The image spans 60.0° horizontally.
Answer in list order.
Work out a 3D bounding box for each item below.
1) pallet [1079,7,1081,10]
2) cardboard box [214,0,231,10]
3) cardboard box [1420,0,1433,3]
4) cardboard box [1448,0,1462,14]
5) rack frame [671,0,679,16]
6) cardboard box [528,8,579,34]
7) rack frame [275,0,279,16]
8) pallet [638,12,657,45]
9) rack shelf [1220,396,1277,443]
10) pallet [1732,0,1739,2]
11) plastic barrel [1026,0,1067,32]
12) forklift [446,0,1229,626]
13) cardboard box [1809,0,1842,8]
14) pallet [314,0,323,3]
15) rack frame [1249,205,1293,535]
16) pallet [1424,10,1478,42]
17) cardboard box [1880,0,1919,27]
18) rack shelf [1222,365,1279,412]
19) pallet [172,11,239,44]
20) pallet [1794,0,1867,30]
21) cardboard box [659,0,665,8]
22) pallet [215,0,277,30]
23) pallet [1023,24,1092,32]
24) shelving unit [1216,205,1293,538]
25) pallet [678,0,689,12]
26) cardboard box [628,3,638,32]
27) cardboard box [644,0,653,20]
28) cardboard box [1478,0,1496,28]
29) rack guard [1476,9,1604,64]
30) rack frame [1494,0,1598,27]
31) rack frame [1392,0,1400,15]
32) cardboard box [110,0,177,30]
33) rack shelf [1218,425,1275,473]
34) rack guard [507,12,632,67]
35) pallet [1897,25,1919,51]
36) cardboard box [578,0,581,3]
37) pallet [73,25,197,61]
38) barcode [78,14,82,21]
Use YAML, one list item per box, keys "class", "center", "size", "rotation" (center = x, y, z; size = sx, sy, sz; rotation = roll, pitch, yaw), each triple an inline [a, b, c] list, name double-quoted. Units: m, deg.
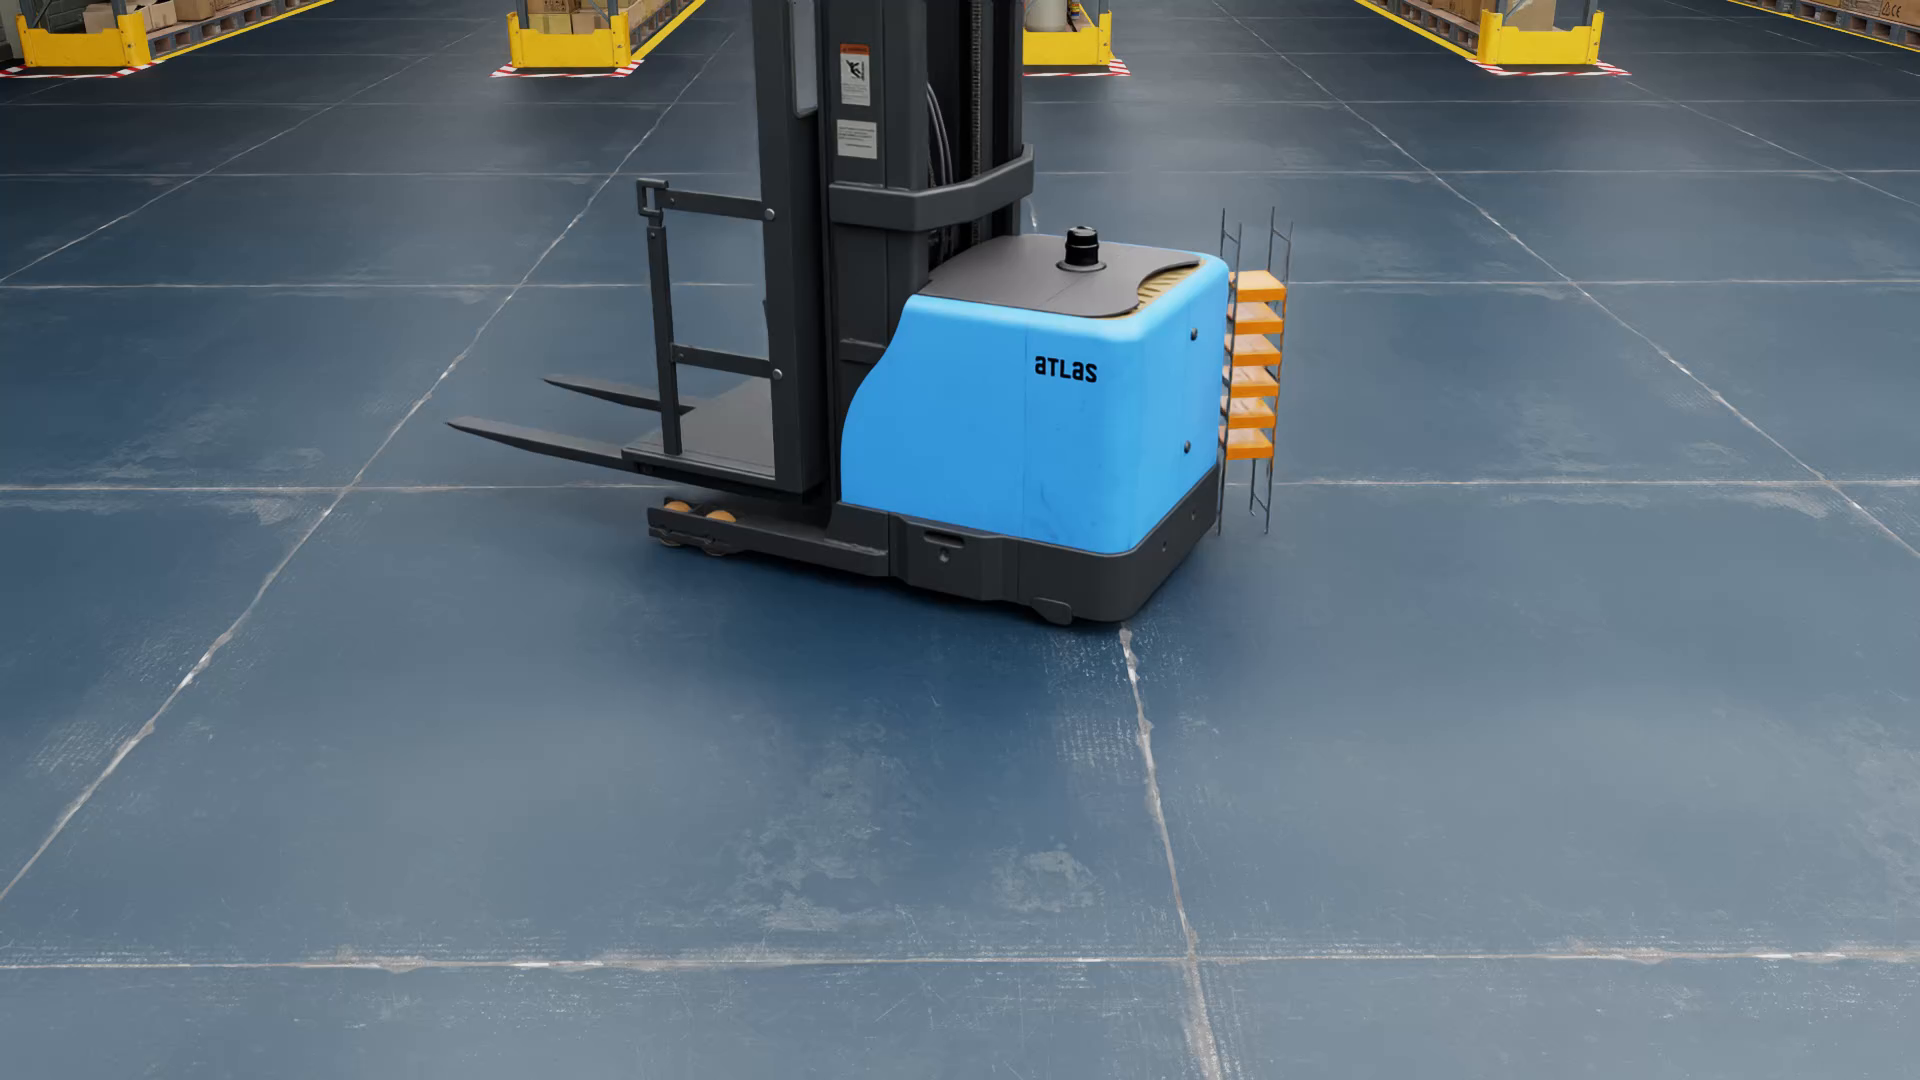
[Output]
- class: "pallet"
  center: [0.915, -6.351, 20.037]
  size: [1.003, 0.211, 1.213]
  rotation: [0, 24, -1]
- class: "cardboard box"
  center: [-8.905, -6.488, 19.456]
  size: [0.500, 0.500, 0.500]
  rotation: [-2, 24, -5]
- class: "cardboard box"
  center: [5.867, -6.809, 20.188]
  size: [0.500, 0.500, 0.500]
  rotation: [-1, 24, -2]
- class: "cardboard box"
  center: [5.966, -6.317, 19.101]
  size: [0.500, 0.500, 0.500]
  rotation: [-2, 24, -5]
- class: "rack frame"
  center: [-4.003, -7.878, 20.029]
  size: [1.000, 3.000, 0.127]
  rotation: [0, 24, -1]
- class: "cardboard box"
  center: [-4.261, -5.388, 17.350]
  size: [0.500, 0.250, 0.500]
  rotation: [0, 24, -1]
- class: "rack frame"
  center: [-8.957, -7.854, 19.976]
  size: [1.000, 3.000, 0.127]
  rotation: [0, 24, -1]
- class: "pallet"
  center: [-4.020, -5.776, 18.764]
  size: [1.003, 0.211, 1.213]
  rotation: [0, 24, -1]
- class: "rack shelf"
  center: [1.056, -0.459, 6.207]
  size: [0.180, 0.103, 0.258]
  rotation: [-3, 25, -6]
- class: "pallet"
  center: [10.763, -7.453, 22.472]
  size: [1.003, 0.211, 1.213]
  rotation: [0, 24, -1]
- class: "plastic barrel"
  center: [0.910, -5.579, 17.455]
  size: [0.421, 0.512, 0.421]
  rotation: [0, 24, 0]
- class: "forklift"
  center: [-0.590, -1.456, 5.913]
  size: [3.031, 2.935, 1.130]
  rotation: [12, 27, 24]
- class: "cardboard box"
  center: [10.800, -6.866, 19.859]
  size: [0.875, 0.875, 0.875]
  rotation: [0, 24, 0]
- class: "pallet"
  center: [-8.983, -7.409, 22.375]
  size: [1.003, 0.211, 1.213]
  rotation: [0, 24, -1]
- class: "rack frame"
  center: [1.146, -0.614, 6.149]
  size: [0.006, 1.200, 0.240]
  rotation: [-3, 25, -6]
- class: "pallet"
  center: [5.961, -5.870, 18.973]
  size: [1.003, 0.211, 1.213]
  rotation: [0, 24, -1]
- class: "cardboard box"
  center: [10.822, -6.119, 18.207]
  size: [0.875, 0.875, 0.875]
  rotation: [-1, 24, -1]
- class: "rack shelf"
  center: [1.056, -0.568, 6.157]
  size: [0.180, 0.103, 0.258]
  rotation: [-3, 25, -6]
- class: "pallet"
  center: [-8.898, -5.803, 18.825]
  size: [1.003, 0.211, 1.213]
  rotation: [0, 24, -1]
- class: "pallet"
  center: [10.793, -6.318, 19.962]
  size: [1.003, 0.211, 1.213]
  rotation: [0, 24, -1]
- class: "cardboard box"
  center: [-3.784, -6.421, 19.633]
  size: [0.500, 0.250, 0.500]
  rotation: [0, 24, -1]
- class: "pallet"
  center: [-8.914, -6.307, 19.939]
  size: [1.003, 0.211, 1.213]
  rotation: [0, 24, -1]
- class: "pallet"
  center: [0.942, -5.346, 17.814]
  size: [1.003, 0.211, 1.213]
  rotation: [0, 24, -1]
- class: "shelving unit"
  center: [1.055, -0.609, 6.139]
  size: [0.189, 1.200, 0.258]
  rotation: [-3, 25, -6]
- class: "pallet"
  center: [-4.051, -6.911, 21.274]
  size: [1.003, 0.211, 1.213]
  rotation: [0, 24, -1]
- class: "cardboard box"
  center: [-3.752, -5.596, 17.811]
  size: [0.500, 0.250, 0.500]
  rotation: [0, 24, -1]
- class: "cardboard box"
  center: [-3.758, -6.009, 18.722]
  size: [0.500, 0.250, 0.500]
  rotation: [0, 24, -1]
- class: "cardboard box"
  center: [5.915, -5.829, 18.022]
  size: [0.500, 0.500, 0.500]
  rotation: [6, 25, 13]
- class: "rack guard"
  center: [5.945, -5.165, 17.064]
  size: [1.175, 0.500, 0.348]
  rotation: [0, 24, -1]
- class: "rack frame"
  center: [5.946, -6.273, 16.480]
  size: [1.000, 3.000, 0.127]
  rotation: [0, 24, -1]
- class: "rack frame"
  center: [5.902, -7.921, 20.124]
  size: [1.000, 3.000, 0.127]
  rotation: [0, 24, -1]
- class: "cardboard box"
  center: [-8.837, -5.702, 17.946]
  size: [0.500, 0.311, 0.500]
  rotation: [2, 24, 4]
- class: "rack shelf"
  center: [1.056, -0.350, 6.256]
  size: [0.180, 0.103, 0.258]
  rotation: [-3, 25, -6]
- class: "rack guard"
  center: [-3.960, -5.081, 16.878]
  size: [1.175, 0.500, 0.348]
  rotation: [0, 24, -1]
- class: "pallet"
  center: [10.820, -5.312, 17.739]
  size: [1.003, 0.211, 1.213]
  rotation: [0, 24, -1]
- class: "cardboard box"
  center: [-4.289, -6.142, 18.107]
  size: [0.500, 0.500, 0.500]
  rotation: [0, 24, -1]
- class: "pallet"
  center: [-8.888, -5.302, 17.716]
  size: [1.003, 0.211, 1.213]
  rotation: [0, 24, -1]
- class: "barcode"
  center: [-9.231, -5.477, 17.437]
  size: [0.001, 0.075, 0.075]
  rotation: [0, 24, -1]
